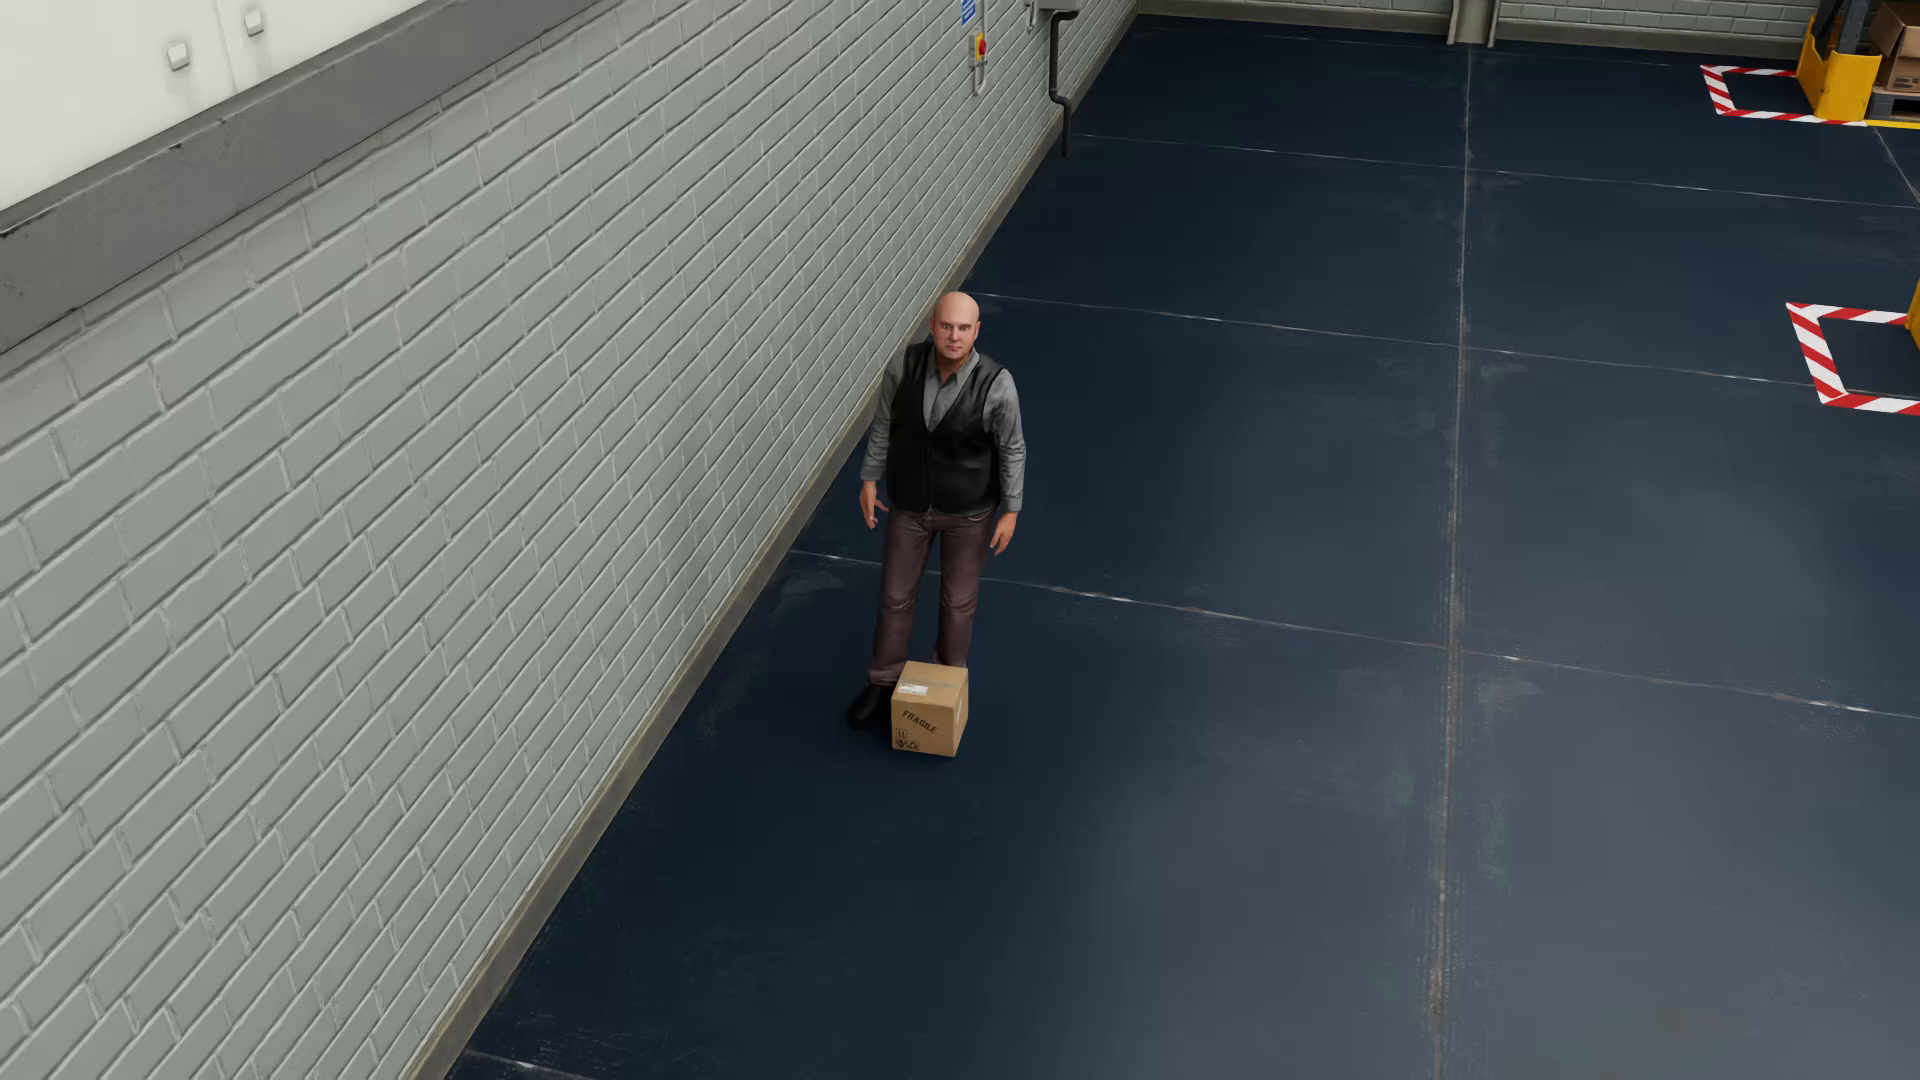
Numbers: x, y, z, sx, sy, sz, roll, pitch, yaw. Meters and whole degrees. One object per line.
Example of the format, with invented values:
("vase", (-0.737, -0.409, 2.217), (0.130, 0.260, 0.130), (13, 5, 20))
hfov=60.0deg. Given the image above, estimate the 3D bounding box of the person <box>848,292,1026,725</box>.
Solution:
("person", (-0.089, -0.092, 6.288), (0.632, 1.721, 0.568), (8, 33, 12))
